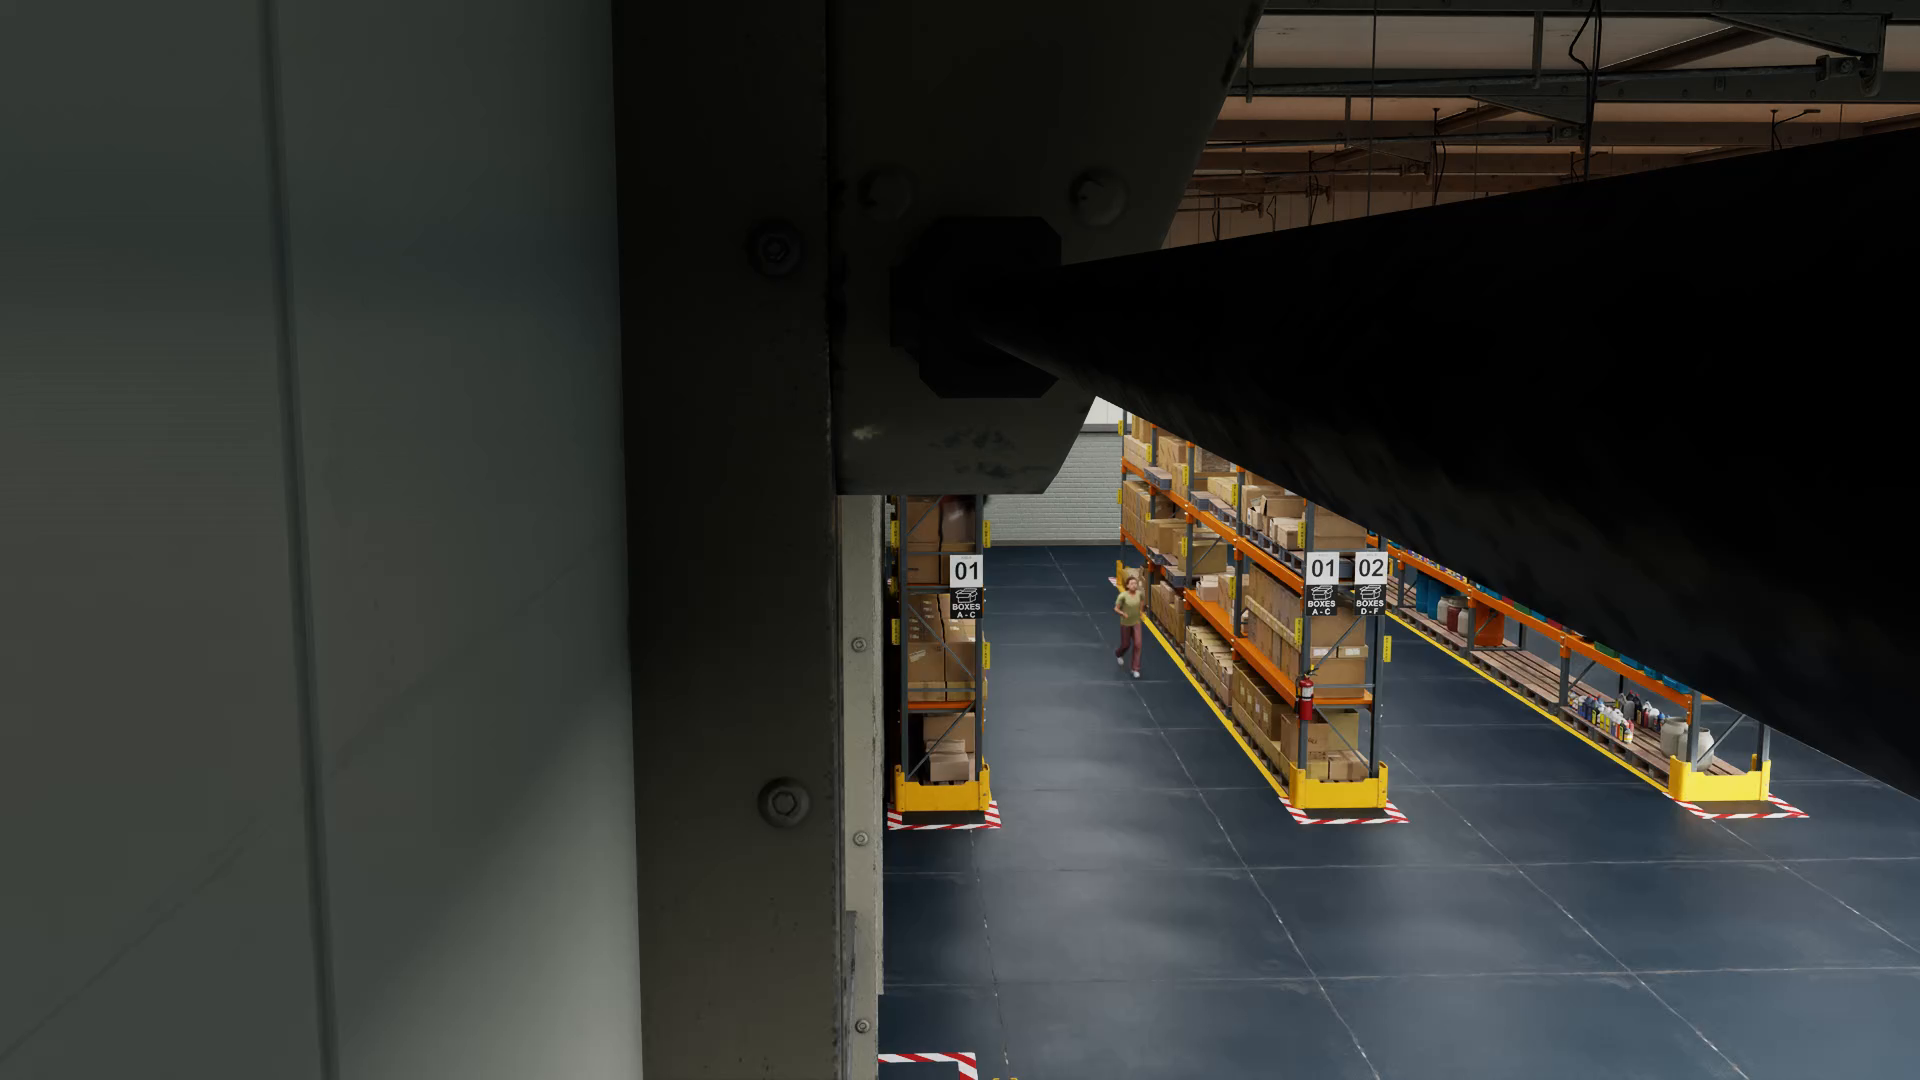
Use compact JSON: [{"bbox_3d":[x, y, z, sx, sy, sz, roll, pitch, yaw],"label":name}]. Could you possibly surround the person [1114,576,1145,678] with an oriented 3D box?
[{"bbox_3d":[2.842,1.410,27.865,0.562,1.656,0.926,-2,9,-13],"label":"person"}]
